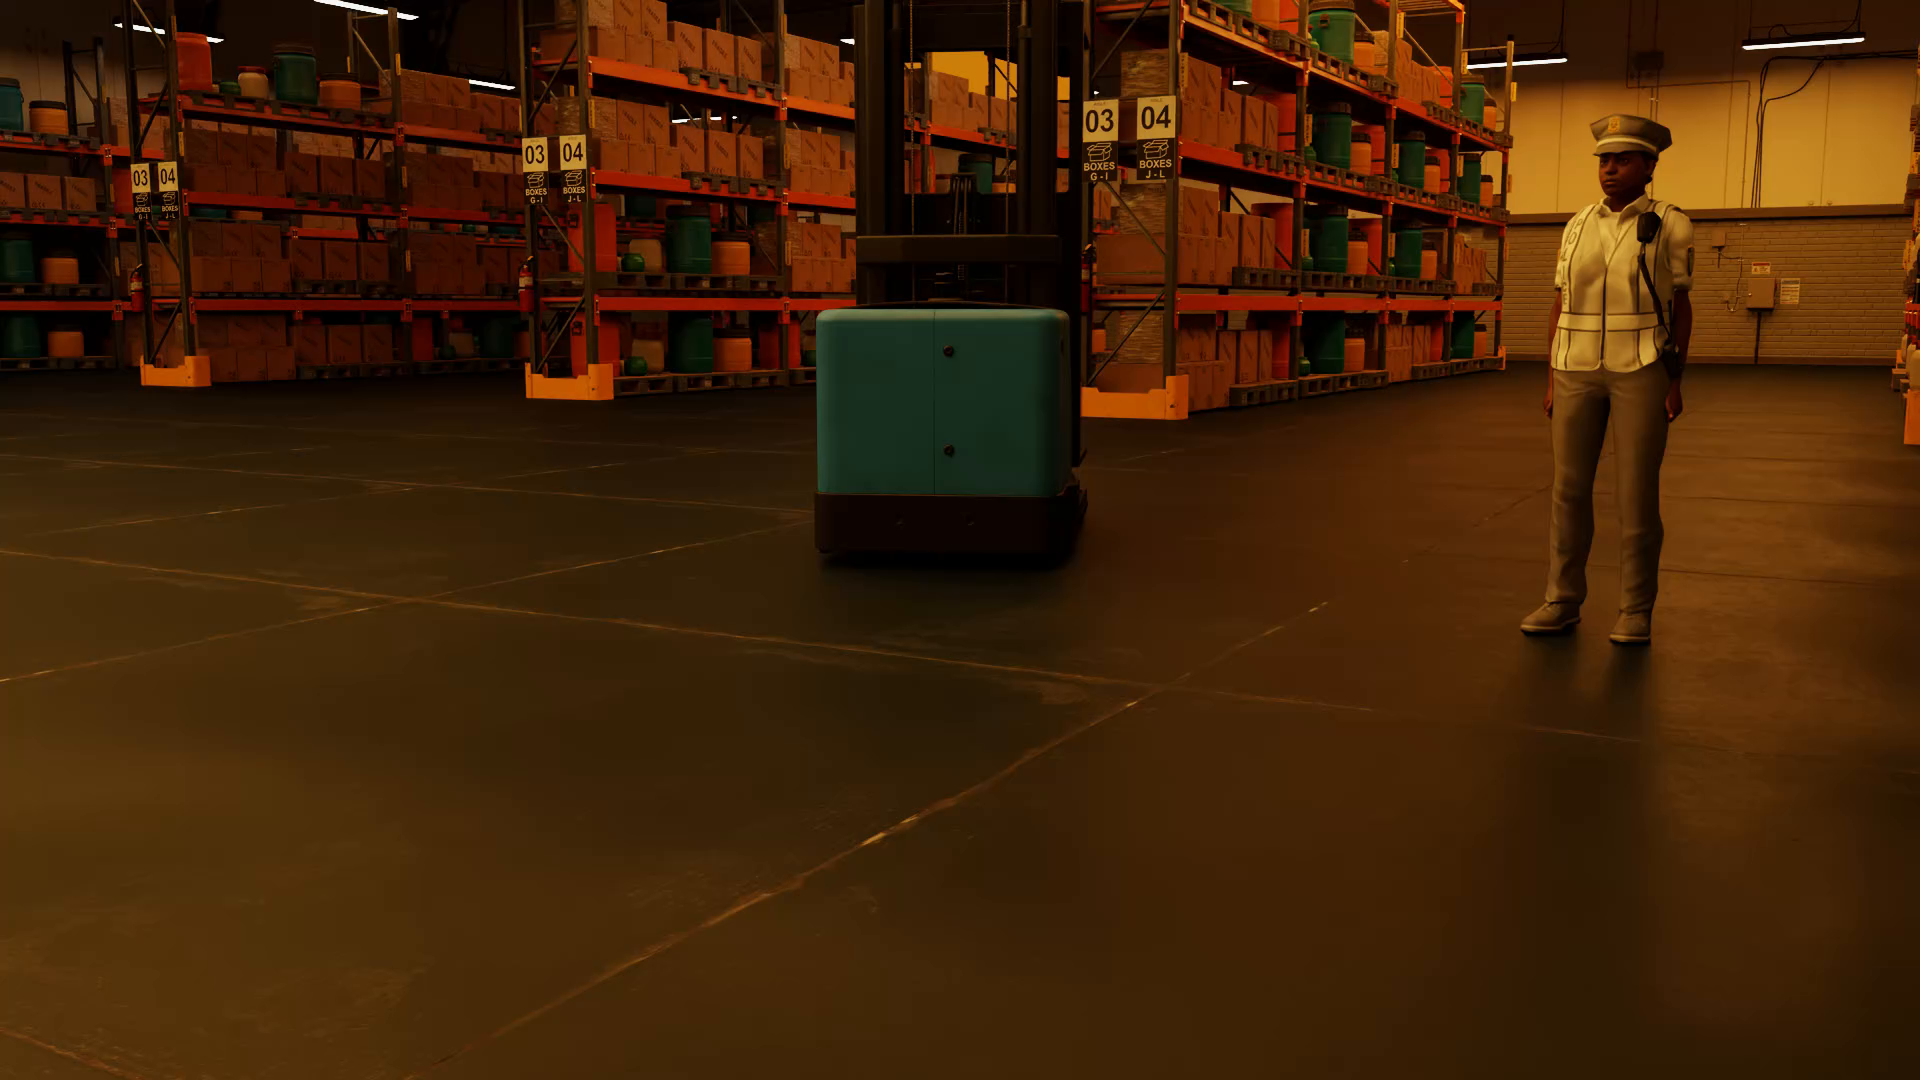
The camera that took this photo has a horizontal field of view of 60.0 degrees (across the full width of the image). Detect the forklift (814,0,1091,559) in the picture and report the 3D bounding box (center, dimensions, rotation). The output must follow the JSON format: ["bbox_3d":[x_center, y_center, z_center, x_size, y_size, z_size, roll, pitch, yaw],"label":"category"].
[{"bbox_3d":[0.072,-1.535,8.212,1.130,2.935,3.031,1,8,7],"label":"forklift"}]

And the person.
[{"bbox_3d":[2.131,-0.523,5.438,0.447,1.691,0.337,6,10,37],"label":"person"}]
